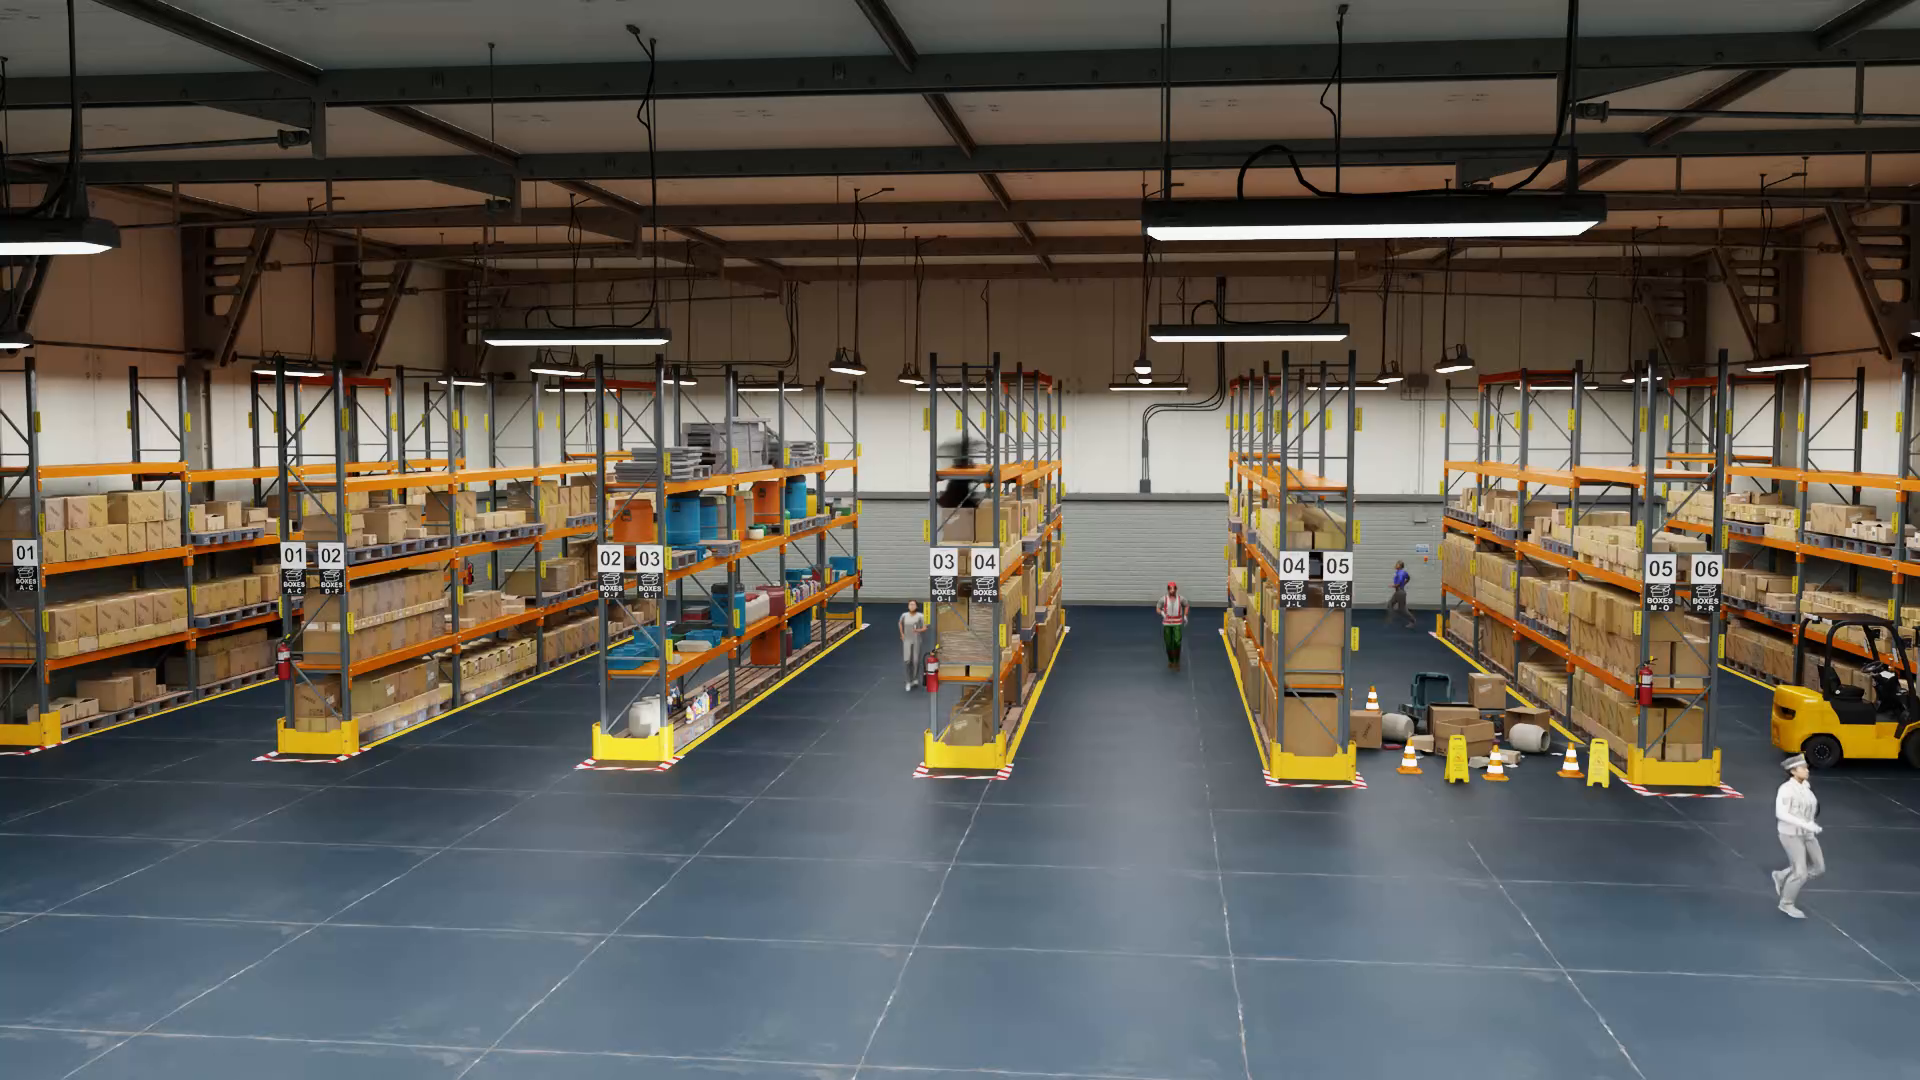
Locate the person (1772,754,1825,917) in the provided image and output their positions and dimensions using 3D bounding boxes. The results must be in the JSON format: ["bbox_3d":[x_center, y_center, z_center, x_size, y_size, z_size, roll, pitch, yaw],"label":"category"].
[{"bbox_3d":[8.505,2.985,16.860,0.658,1.664,0.547,-3,5,-37],"label":"person"}]

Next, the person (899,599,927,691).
[{"bbox_3d":[-0.891,1.975,31.300,0.555,1.708,0.683,0,4,5],"label":"person"}]

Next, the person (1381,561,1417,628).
[{"bbox_3d":[10.647,1.337,40.278,0.864,1.687,0.579,1,4,15],"label":"person"}]

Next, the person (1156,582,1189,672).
[{"bbox_3d":[4.272,1.745,33.542,0.646,1.813,0.734,1,4,11],"label":"person"}]
